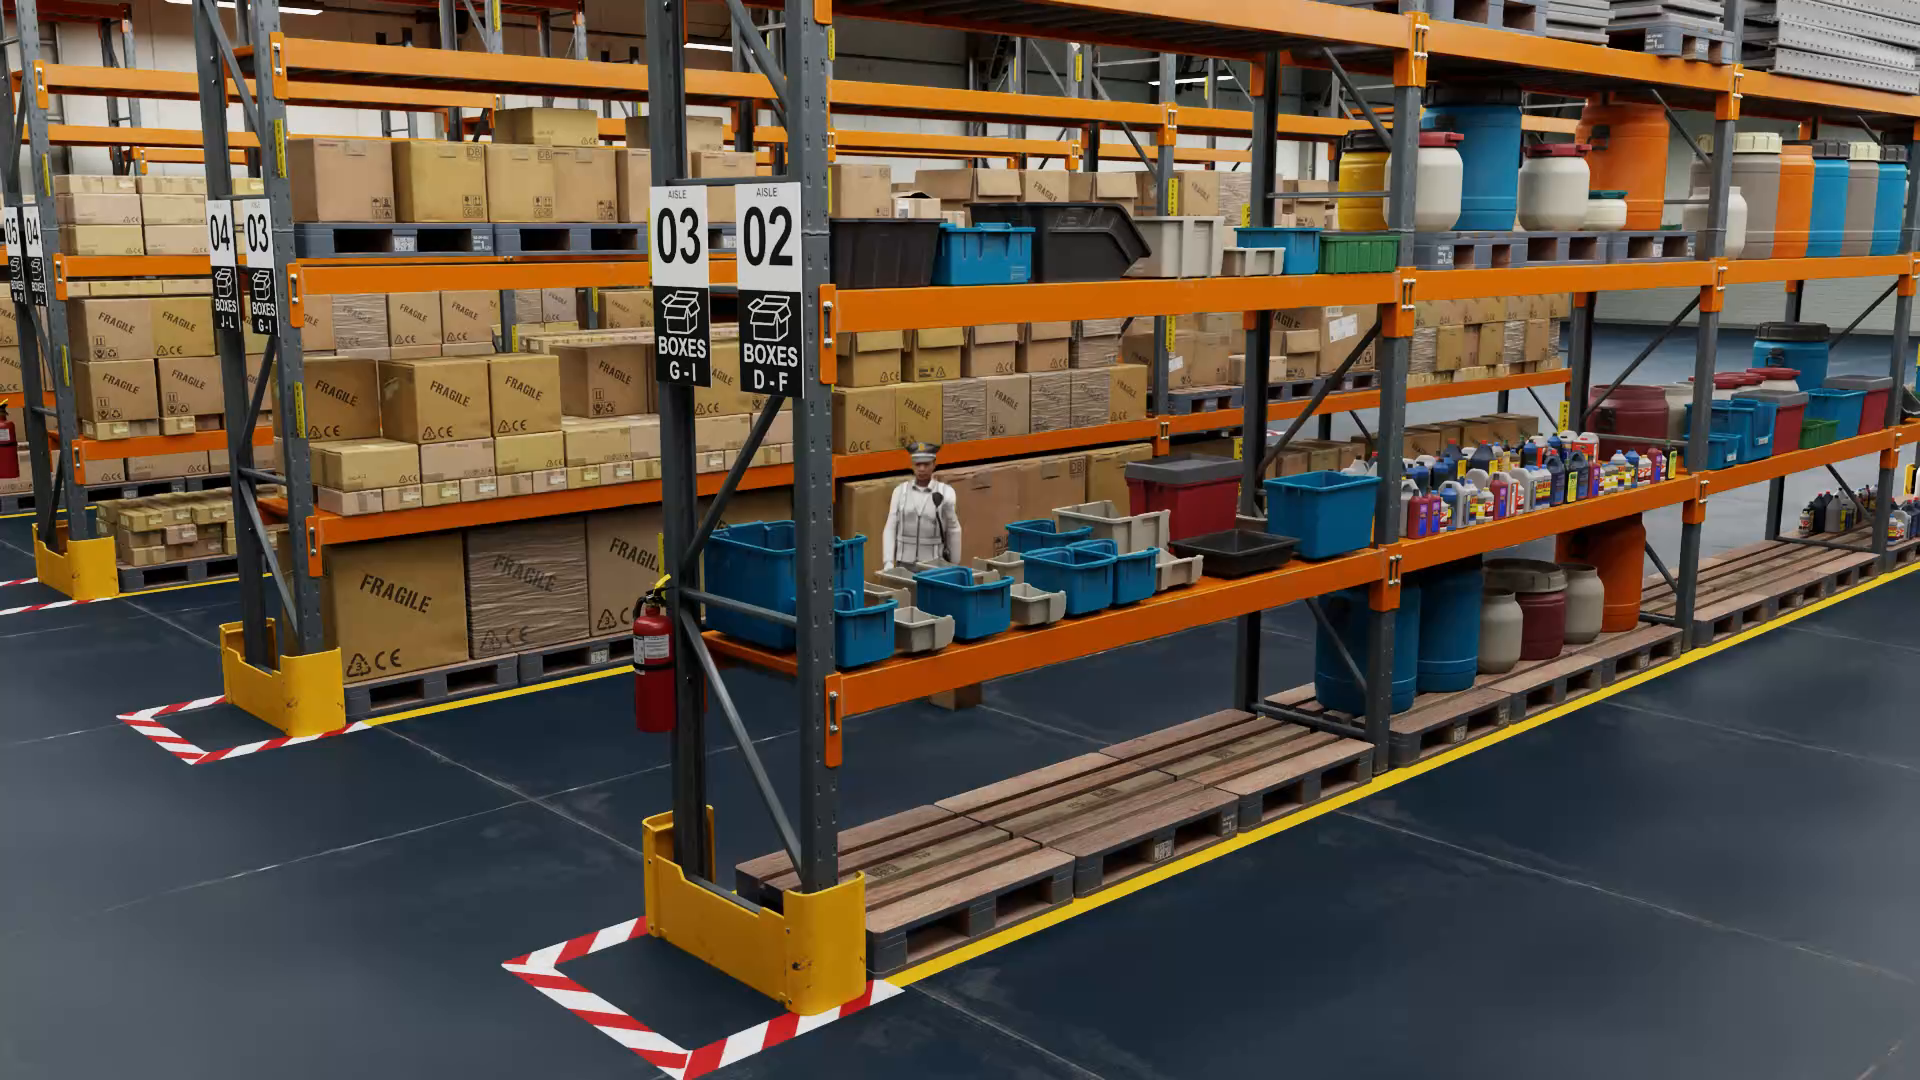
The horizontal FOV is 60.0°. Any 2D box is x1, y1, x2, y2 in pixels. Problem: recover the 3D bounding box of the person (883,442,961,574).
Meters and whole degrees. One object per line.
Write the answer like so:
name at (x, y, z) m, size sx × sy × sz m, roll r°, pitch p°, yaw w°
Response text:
person at (-0.276, 0.155, 11.054) m, size 0.499 × 1.625 × 0.985 m, roll 2°, pitch 11°, yaw 11°
